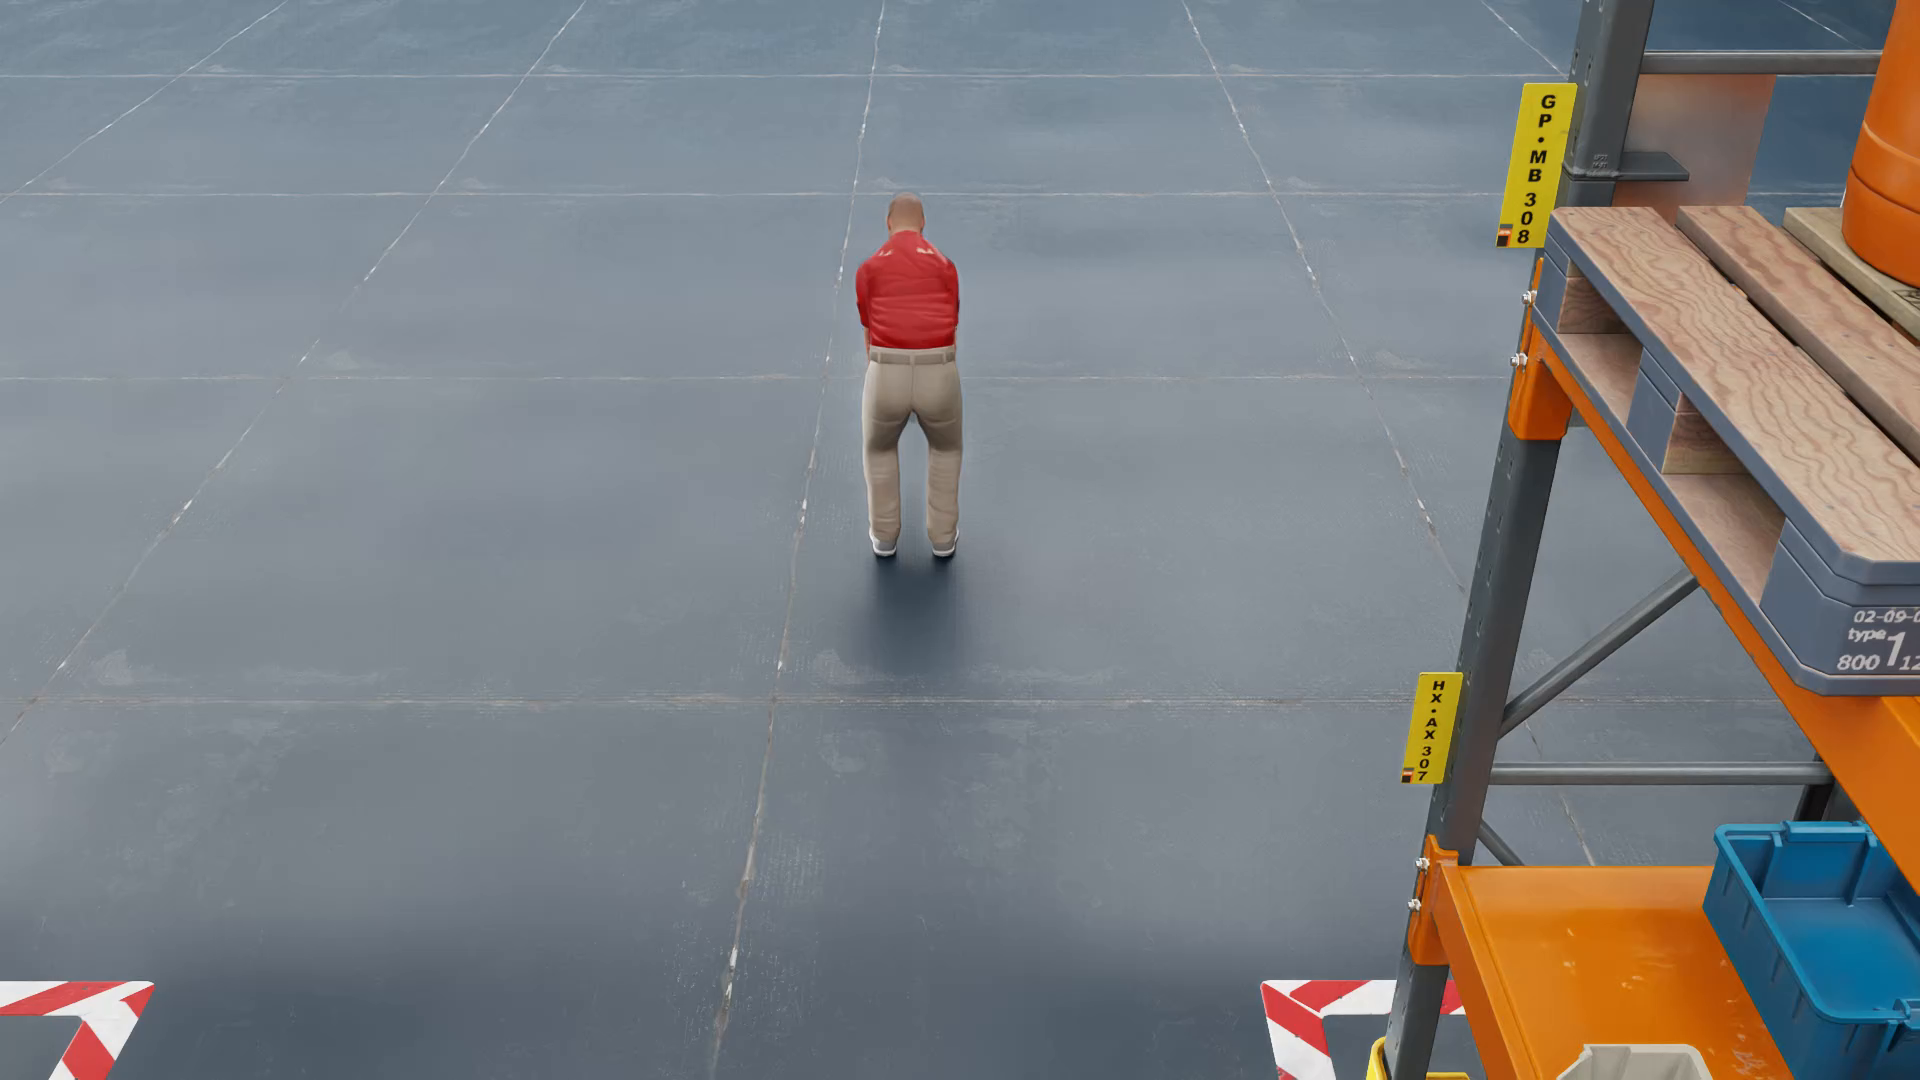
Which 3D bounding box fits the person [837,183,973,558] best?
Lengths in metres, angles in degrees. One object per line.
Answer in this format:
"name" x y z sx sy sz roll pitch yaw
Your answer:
"person" -0.234 -0.716 7.324 0.599 1.726 0.393 -2 31 -3
